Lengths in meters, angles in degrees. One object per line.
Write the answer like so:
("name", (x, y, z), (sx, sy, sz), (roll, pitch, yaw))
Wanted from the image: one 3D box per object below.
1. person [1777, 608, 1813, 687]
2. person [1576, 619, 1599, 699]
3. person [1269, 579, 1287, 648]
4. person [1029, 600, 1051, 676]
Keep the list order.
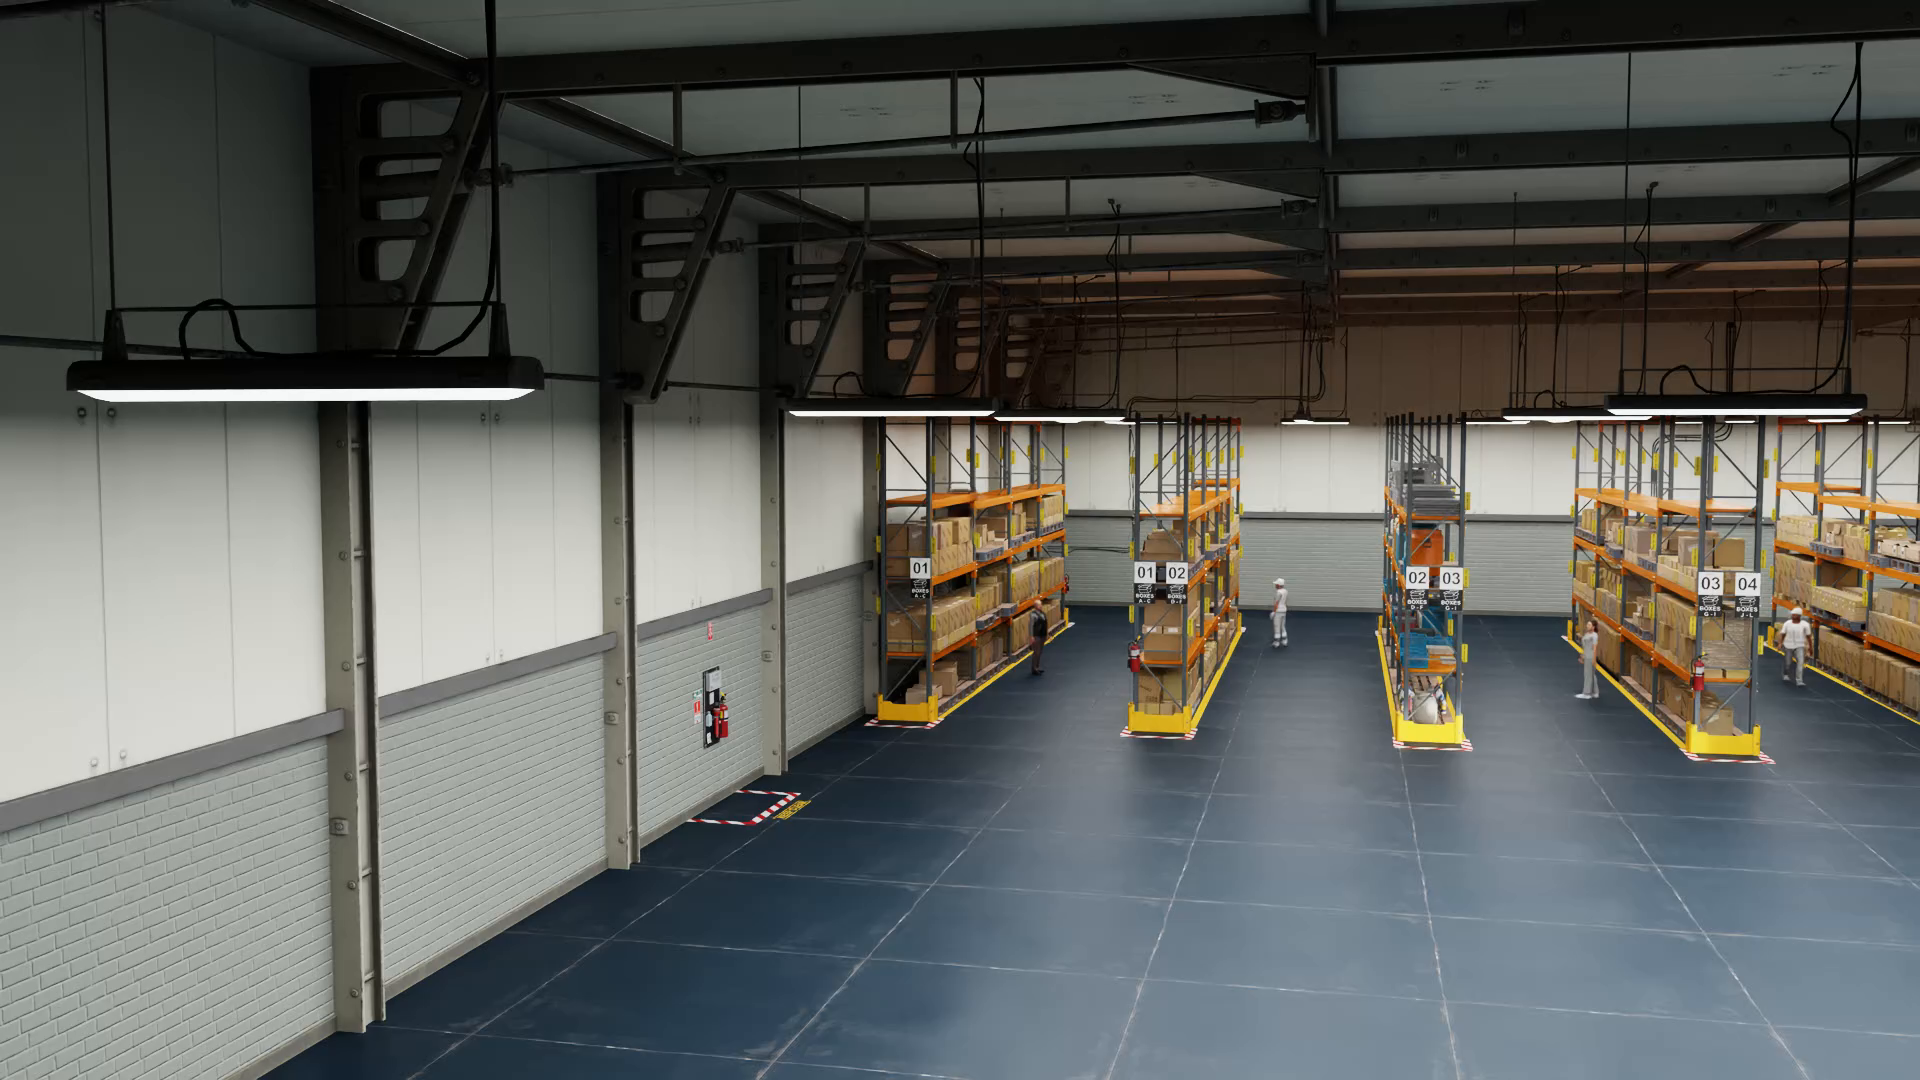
("person", (18.546, 2.370, 36.920), (0.726, 1.729, 1.022), (1, 4, 17))
("person", (13.296, 2.505, 35.194), (0.463, 1.670, 0.458), (1, 4, 17))
("person", (8.281, 1.904, 43.282), (0.397, 1.813, 0.639), (2, 5, 33))
("person", (1.824, 2.267, 38.577), (0.424, 1.751, 0.589), (3, 5, 35))
